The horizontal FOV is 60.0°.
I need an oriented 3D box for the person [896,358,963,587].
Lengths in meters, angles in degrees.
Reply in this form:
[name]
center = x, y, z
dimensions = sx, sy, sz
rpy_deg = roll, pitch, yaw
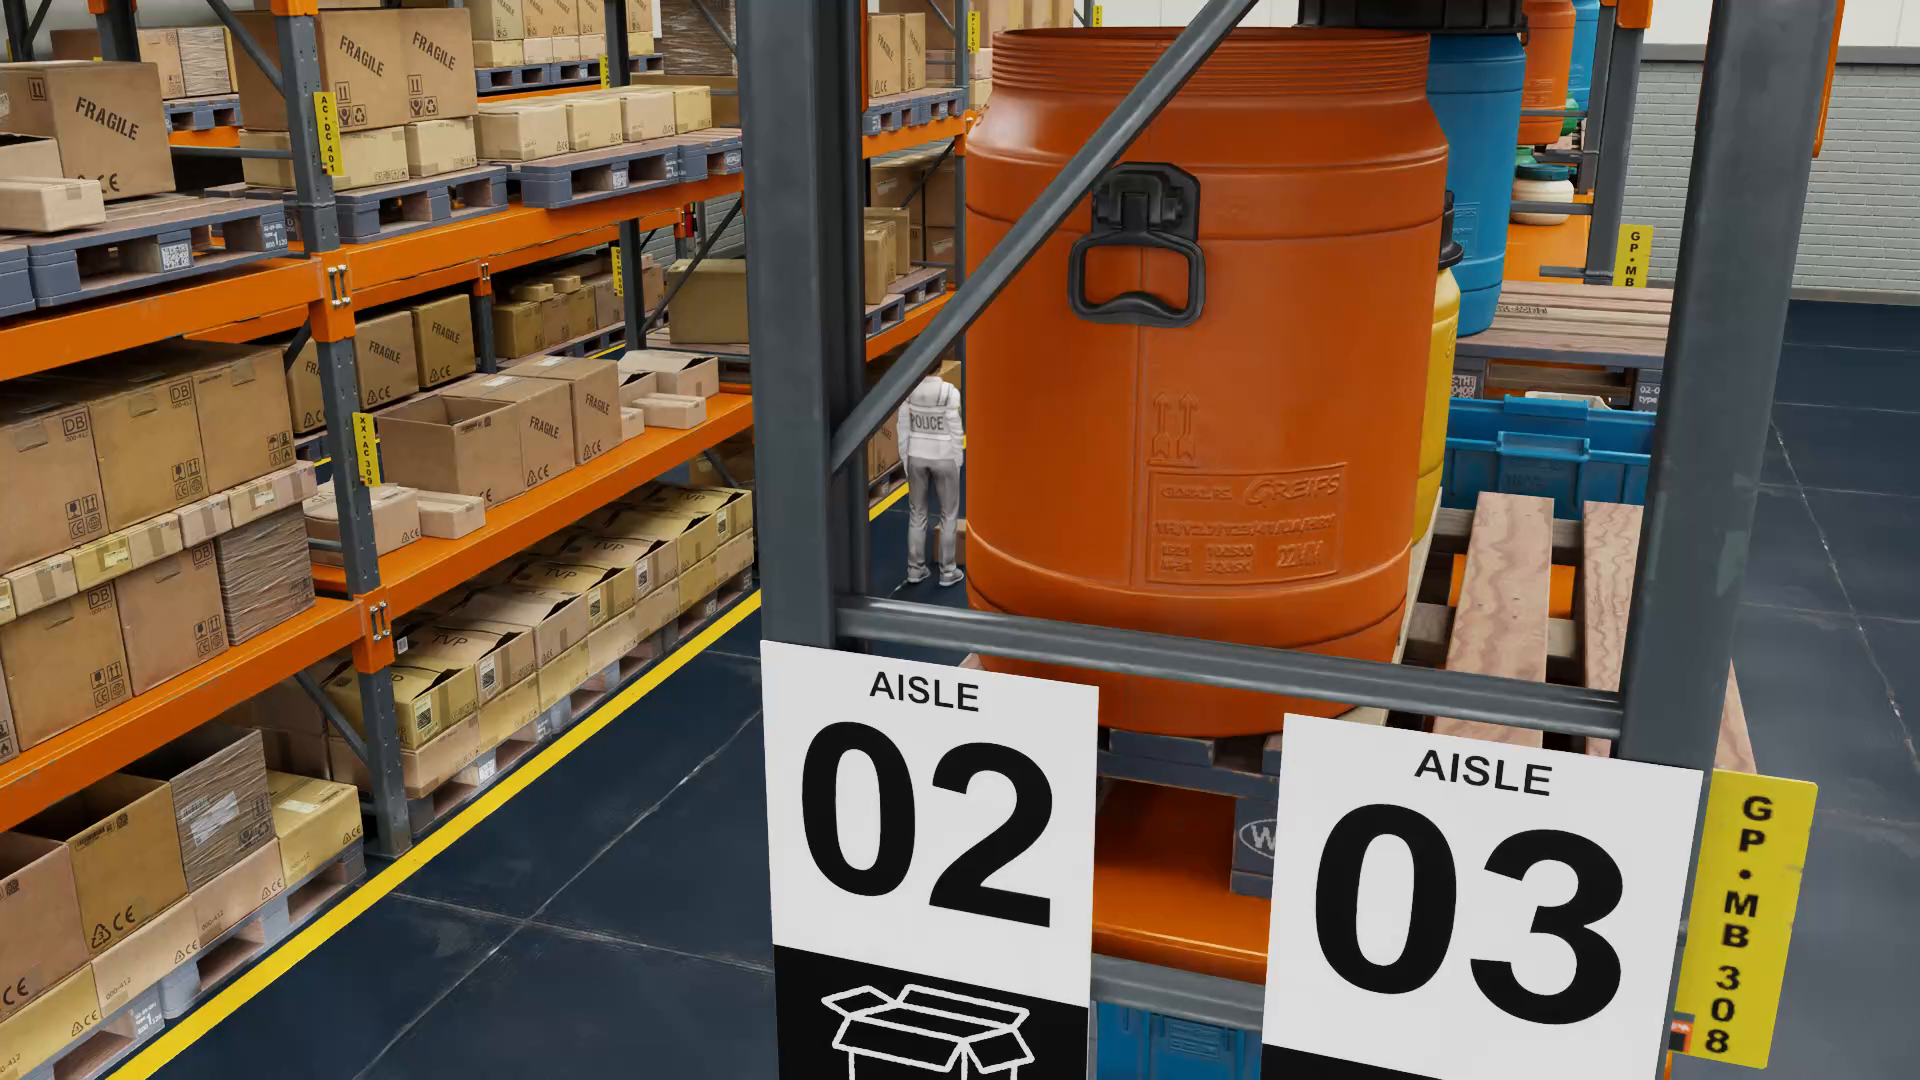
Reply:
[person]
center = -0.188, -0.517, 11.090
dimensions = 0.468, 1.669, 0.329
rpy_deg = 7, 20, 19
